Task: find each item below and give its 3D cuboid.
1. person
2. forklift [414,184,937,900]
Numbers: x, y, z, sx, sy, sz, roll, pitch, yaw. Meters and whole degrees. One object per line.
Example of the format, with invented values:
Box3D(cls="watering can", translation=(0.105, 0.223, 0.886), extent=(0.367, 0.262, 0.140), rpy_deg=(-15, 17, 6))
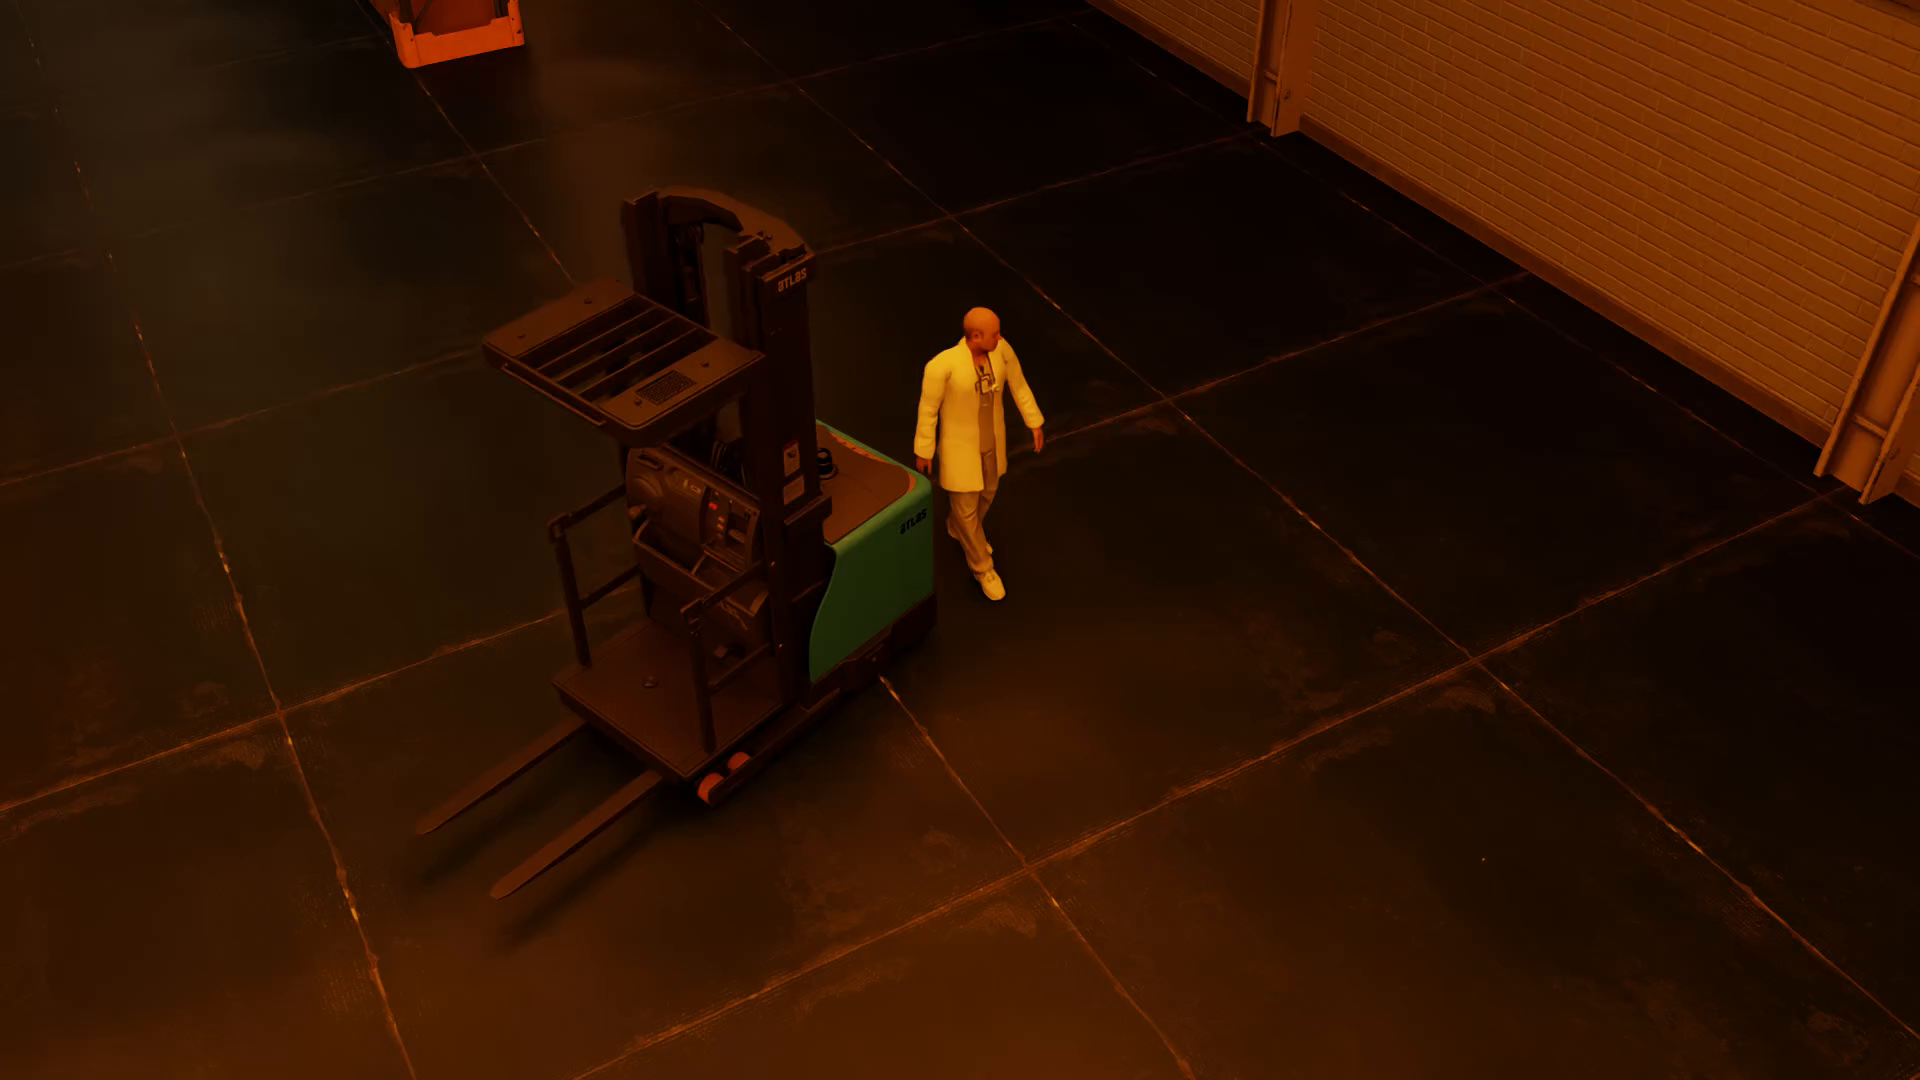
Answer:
Box3D(cls="person", translation=(0.149, -0.537, 9.609), extent=(0.773, 1.755, 0.764), rpy_deg=(-26, 46, -28))
Box3D(cls="forklift", translation=(-1.475, -0.114, 8.174), extent=(1.130, 2.935, 3.031), rpy_deg=(29, 48, 30))
